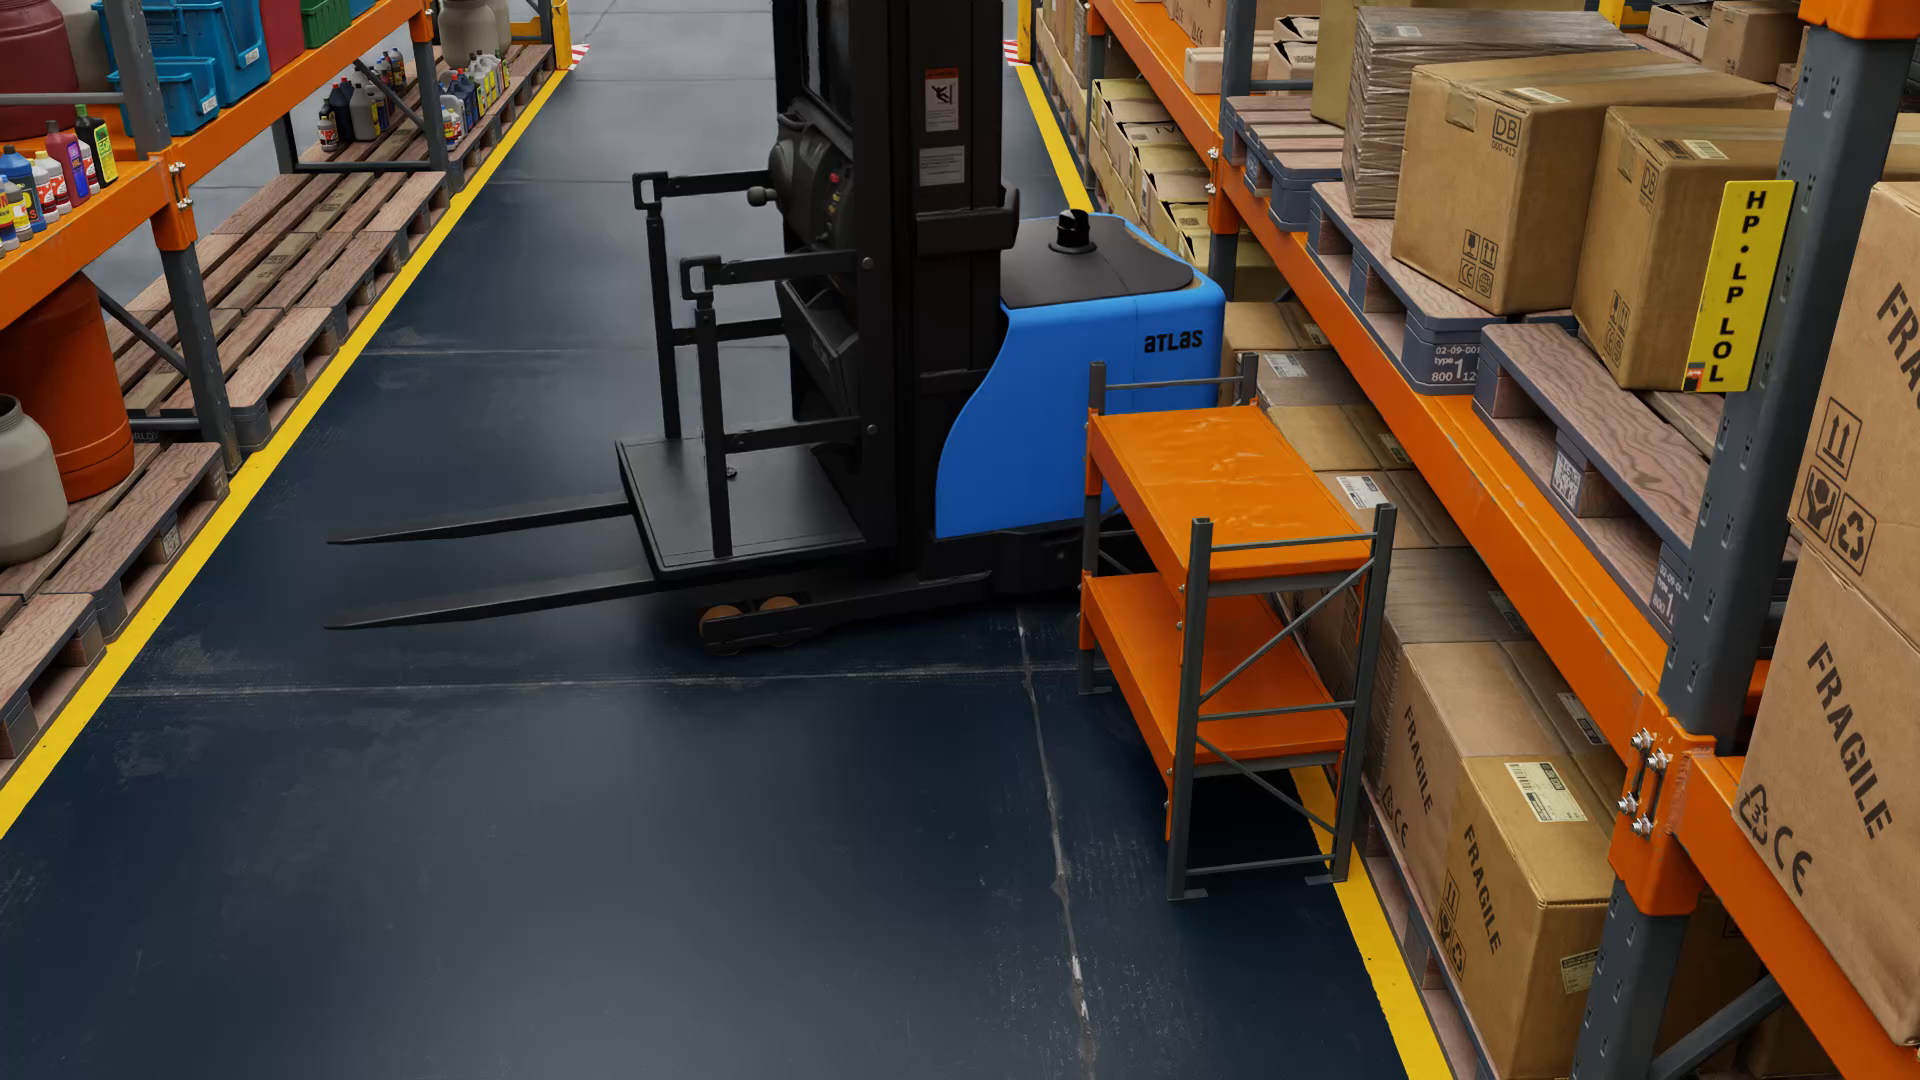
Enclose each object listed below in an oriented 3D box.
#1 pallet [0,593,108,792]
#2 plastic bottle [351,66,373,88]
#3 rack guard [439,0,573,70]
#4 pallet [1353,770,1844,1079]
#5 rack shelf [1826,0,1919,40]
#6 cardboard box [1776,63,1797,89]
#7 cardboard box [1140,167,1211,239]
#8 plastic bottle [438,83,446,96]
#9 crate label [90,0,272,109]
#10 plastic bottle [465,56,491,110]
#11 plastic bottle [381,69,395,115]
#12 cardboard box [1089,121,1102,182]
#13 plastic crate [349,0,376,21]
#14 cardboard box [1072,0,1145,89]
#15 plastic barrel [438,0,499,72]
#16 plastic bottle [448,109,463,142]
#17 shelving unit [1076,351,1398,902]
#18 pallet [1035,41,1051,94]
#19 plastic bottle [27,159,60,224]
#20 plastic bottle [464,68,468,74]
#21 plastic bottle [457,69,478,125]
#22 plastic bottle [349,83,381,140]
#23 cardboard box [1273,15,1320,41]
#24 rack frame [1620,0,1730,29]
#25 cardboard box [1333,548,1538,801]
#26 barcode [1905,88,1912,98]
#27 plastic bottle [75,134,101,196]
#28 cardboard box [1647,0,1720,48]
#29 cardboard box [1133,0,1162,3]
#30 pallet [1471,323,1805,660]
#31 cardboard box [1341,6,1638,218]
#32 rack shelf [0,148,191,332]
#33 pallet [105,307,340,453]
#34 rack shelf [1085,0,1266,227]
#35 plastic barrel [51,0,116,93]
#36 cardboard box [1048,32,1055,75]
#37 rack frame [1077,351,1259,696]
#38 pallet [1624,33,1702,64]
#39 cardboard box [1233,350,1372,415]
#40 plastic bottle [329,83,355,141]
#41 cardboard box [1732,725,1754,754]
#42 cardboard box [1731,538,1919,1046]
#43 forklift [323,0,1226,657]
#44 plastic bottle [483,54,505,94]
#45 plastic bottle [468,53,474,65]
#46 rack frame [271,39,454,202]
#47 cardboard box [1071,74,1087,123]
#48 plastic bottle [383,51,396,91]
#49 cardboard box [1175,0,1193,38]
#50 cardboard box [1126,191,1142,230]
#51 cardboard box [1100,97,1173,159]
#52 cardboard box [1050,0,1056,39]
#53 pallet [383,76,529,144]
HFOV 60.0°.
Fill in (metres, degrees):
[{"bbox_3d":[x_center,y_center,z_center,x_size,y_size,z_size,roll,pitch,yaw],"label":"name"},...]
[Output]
[{"bbox_3d":[-3.306,0.559,4.951,1.003,0.211,1.213,-1,28,-3],"label":"pallet"},{"bbox_3d":[-4.007,-2.999,11.145,0.144,0.351,0.185,-2,28,-3],"label":"plastic bottle"},{"bbox_3d":[-3.816,-4.155,13.676,1.175,0.500,0.348,-1,28,-3],"label":"rack guard"},{"bbox_3d":[1.626,0.988,4.127,1.003,0.211,1.213,-1,28,-3],"label":"pallet"},{"bbox_3d":[1.810,0.039,0.466,1.077,0.370,4.000,-1,28,-3],"label":"rack shelf"},{"bbox_3d":[6.172,-3.359,12.055,0.380,0.149,0.250,-4,28,-7],"label":"cardboard box"},{"bbox_3d":[1.167,-1.645,8.074,0.500,0.311,0.500,-2,28,-3],"label":"cardboard box"},{"bbox_3d":[-3.430,-2.850,10.859,0.144,0.351,0.185,-1,28,-3],"label":"plastic bottle"},{"bbox_3d":[-3.231,-2.084,6.964,0.502,0.435,0.616,-1,28,-3],"label":"crate label"},{"bbox_3d":[-3.318,-3.137,11.410,0.144,0.351,0.185,-2,28,-3],"label":"plastic bottle"},{"bbox_3d":[-3.905,-3.047,11.310,0.061,0.283,0.133,-1,28,-3],"label":"plastic bottle"},{"bbox_3d":[1.062,-2.343,10.017,0.500,0.250,0.500,-2,28,-4],"label":"cardboard box"},{"bbox_3d":[-3.290,-2.941,8.663,0.392,0.384,0.575,-1,28,-3],"label":"plastic crate"},{"bbox_3d":[1.031,-3.308,11.056,0.500,0.500,0.500,-1,28,-3],"label":"cardboard box"},{"bbox_3d":[-3.730,-3.847,12.618,0.421,0.512,0.421,0,28,0],"label":"plastic barrel"},{"bbox_3d":[-3.248,-2.656,10.649,0.097,0.201,0.097,0,28,0],"label":"plastic bottle"},{"bbox_3d":[0.710,0.203,4.644,0.538,1.125,1.048,-5,28,-9],"label":"shelving unit"},{"bbox_3d":[1.161,-3.827,13.359,1.003,0.211,1.213,-1,28,-3],"label":"pallet"},{"bbox_3d":[-2.998,-1.133,5.394,0.097,0.201,0.097,0,28,0],"label":"plastic bottle"},{"bbox_3d":[-3.464,-3.221,11.733,0.097,0.201,0.097,0,28,0],"label":"plastic bottle"},{"bbox_3d":[-3.296,-2.941,11.033,0.144,0.351,0.185,-3,28,-5],"label":"plastic bottle"},{"bbox_3d":[-3.836,-2.765,10.696,0.144,0.351,0.185,-1,28,-3],"label":"plastic bottle"},{"bbox_3d":[1.644,-2.099,7.127,0.500,0.311,0.500,-2,28,-3],"label":"cardboard box"},{"bbox_3d":[6.026,-5.537,13.622,1.000,3.000,0.127,-1,28,-3],"label":"rack frame"},{"bbox_3d":[1.351,0.359,4.546,0.500,0.500,0.500,-1,28,-2],"label":"cardboard box"},{"bbox_3d":[6.490,-3.052,11.388,0.001,0.075,0.075,-1,28,-3],"label":"barcode"},{"bbox_3d":[-3.015,-1.285,5.684,0.097,0.201,0.097,0,28,0],"label":"plastic bottle"},{"bbox_3d":[5.972,-4.218,13.525,0.500,0.311,0.500,-4,28,-8],"label":"cardboard box"},{"bbox_3d":[1.130,-3.042,9.111,0.380,0.149,0.250,-1,28,-3],"label":"cardboard box"},{"bbox_3d":[1.773,-0.160,3.521,1.003,0.211,1.213,-1,28,-3],"label":"pallet"},{"bbox_3d":[1.500,-1.236,4.814,0.700,0.500,0.500,4,28,7],"label":"cardboard box"},{"bbox_3d":[-3.345,-0.360,4.475,1.077,0.370,4.000,-1,28,-3],"label":"rack shelf"},{"bbox_3d":[-3.451,-0.725,7.412,1.003,0.211,1.213,-1,28,-3],"label":"pallet"},{"bbox_3d":[1.393,-2.325,8.243,1.077,0.370,4.000,-1,28,-3],"label":"rack shelf"},{"bbox_3d":[-3.717,-2.122,6.955,0.421,0.512,0.421,0,28,0],"label":"plastic barrel"},{"bbox_3d":[0.941,-3.668,12.557,0.500,0.250,0.500,-1,28,-3],"label":"cardboard box"},{"bbox_3d":[0.624,-0.029,5.088,0.500,1.125,0.032,-5,28,-9],"label":"rack frame"},{"bbox_3d":[6.037,-3.889,13.478,1.003,0.211,1.213,-1,28,-3],"label":"pallet"},{"bbox_3d":[1.269,-0.349,5.902,0.500,0.500,0.500,-2,28,-5],"label":"cardboard box"},{"bbox_3d":[-3.980,-2.761,10.689,0.144,0.351,0.185,-2,28,-4],"label":"plastic bottle"},{"bbox_3d":[1.885,0.564,4.152,0.500,0.500,0.500,-1,28,-2],"label":"cardboard box"},{"bbox_3d":[1.461,0.324,2.277,0.500,0.500,0.500,-1,28,-1],"label":"cardboard box"},{"bbox_3d":[-0.667,-1.187,5.357,3.031,2.935,1.130,-9,29,-16],"label":"forklift"},{"bbox_3d":[-3.348,-3.330,11.861,0.152,0.276,0.135,-1,28,-2],"label":"plastic bottle"},{"bbox_3d":[-3.454,-3.331,11.854,0.061,0.283,0.133,-1,28,-3],"label":"plastic bottle"},{"bbox_3d":[-3.658,-3.450,9.621,1.000,3.000,0.127,-1,28,-3],"label":"rack frame"},{"bbox_3d":[1.030,-2.975,11.230,0.500,0.250,0.500,-1,28,-3],"label":"cardboard box"},{"bbox_3d":[-4.090,-3.338,11.868,0.061,0.283,0.133,-1,28,-2],"label":"plastic bottle"},{"bbox_3d":[1.366,-2.783,8.234,0.500,0.500,0.500,-1,28,-3],"label":"cardboard box"},{"bbox_3d":[1.143,-1.633,8.656,0.500,0.250,0.500,-1,28,-2],"label":"cardboard box"},{"bbox_3d":[1.082,-2.356,9.435,0.500,0.311,0.500,-2,28,-3],"label":"cardboard box"},{"bbox_3d":[0.952,-4.000,12.385,0.500,0.500,0.500,-1,28,-3],"label":"cardboard box"},{"bbox_3d":[-3.719,-3.090,11.946,1.003,0.211,1.213,-1,28,-3],"label":"pallet"}]
